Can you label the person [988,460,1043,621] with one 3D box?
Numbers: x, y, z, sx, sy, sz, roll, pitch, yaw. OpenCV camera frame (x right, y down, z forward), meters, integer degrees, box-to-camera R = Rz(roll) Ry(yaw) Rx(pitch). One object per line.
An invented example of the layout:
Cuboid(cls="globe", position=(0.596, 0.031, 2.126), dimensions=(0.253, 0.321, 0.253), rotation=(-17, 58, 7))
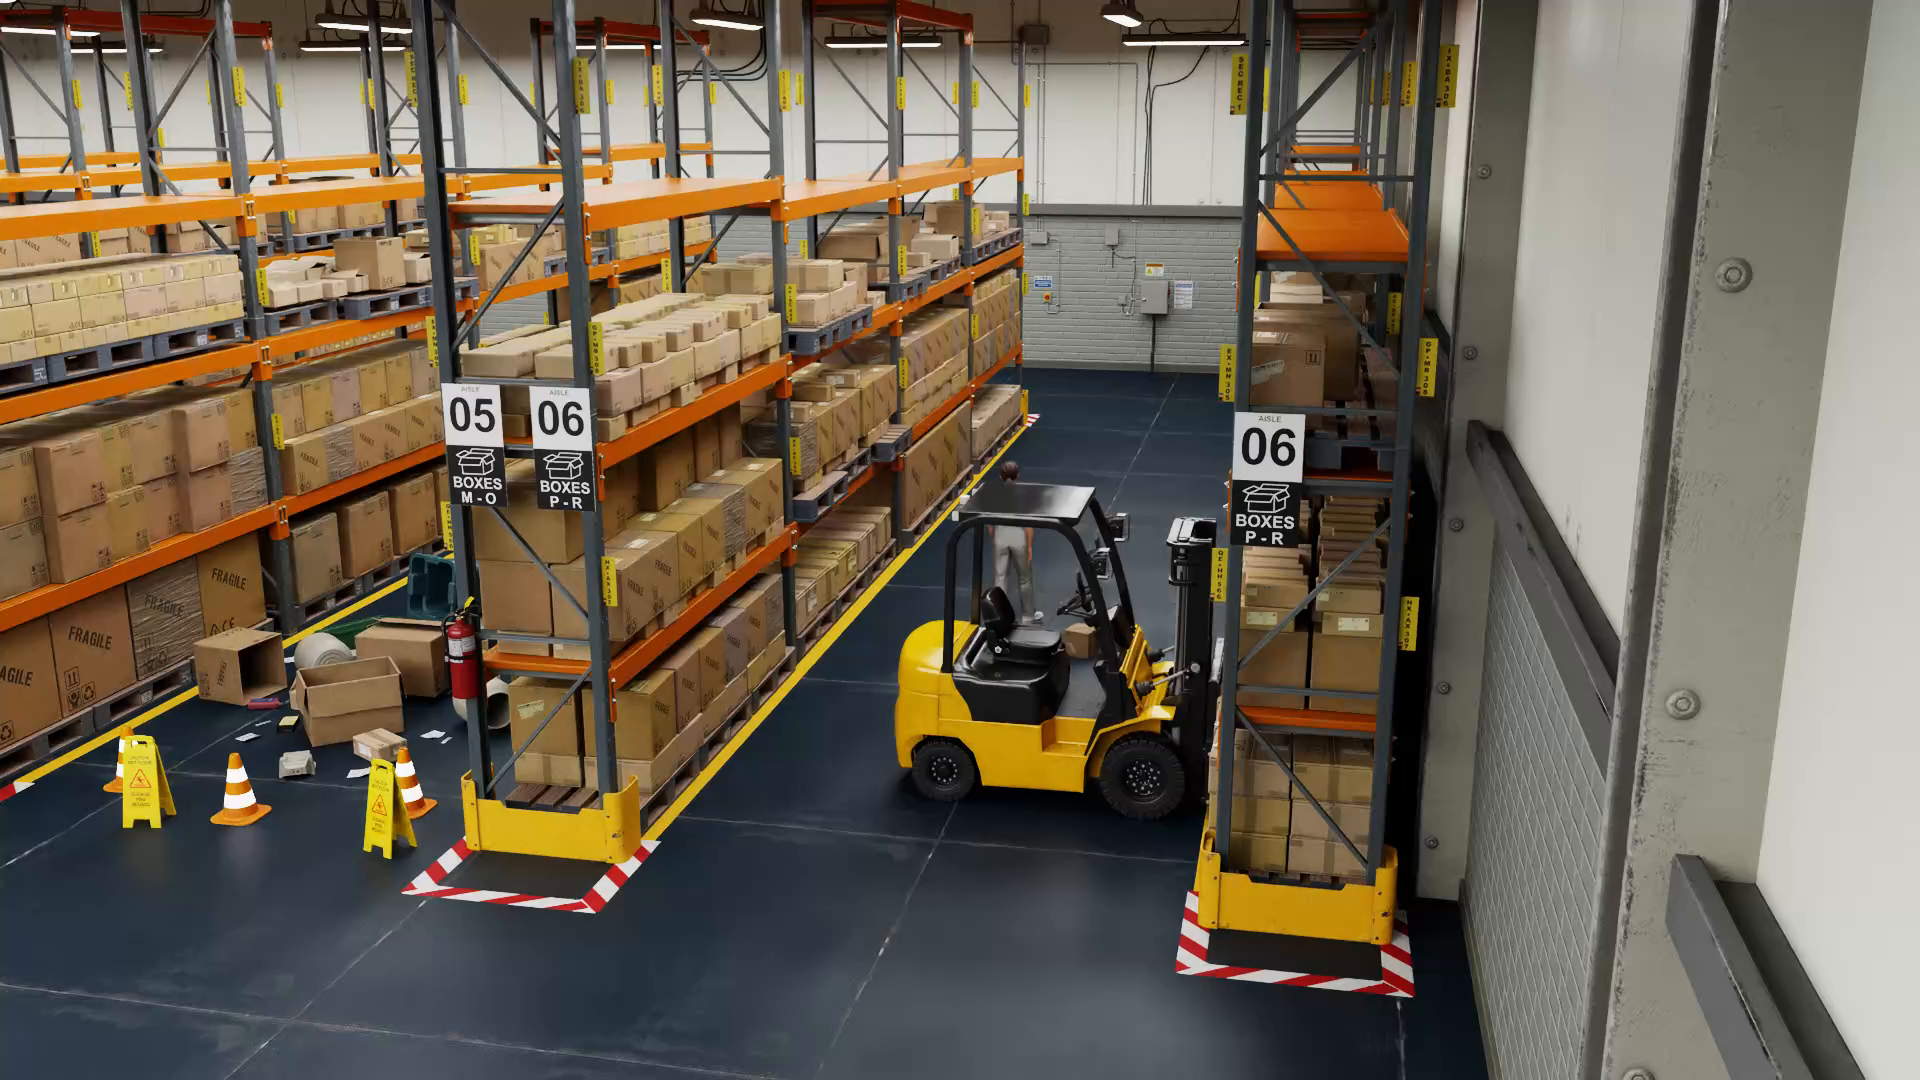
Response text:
Cuboid(cls="person", position=(0.500, 0.055, 15.765), dimensions=(0.503, 1.633, 0.888), rotation=(2, 15, 9))
